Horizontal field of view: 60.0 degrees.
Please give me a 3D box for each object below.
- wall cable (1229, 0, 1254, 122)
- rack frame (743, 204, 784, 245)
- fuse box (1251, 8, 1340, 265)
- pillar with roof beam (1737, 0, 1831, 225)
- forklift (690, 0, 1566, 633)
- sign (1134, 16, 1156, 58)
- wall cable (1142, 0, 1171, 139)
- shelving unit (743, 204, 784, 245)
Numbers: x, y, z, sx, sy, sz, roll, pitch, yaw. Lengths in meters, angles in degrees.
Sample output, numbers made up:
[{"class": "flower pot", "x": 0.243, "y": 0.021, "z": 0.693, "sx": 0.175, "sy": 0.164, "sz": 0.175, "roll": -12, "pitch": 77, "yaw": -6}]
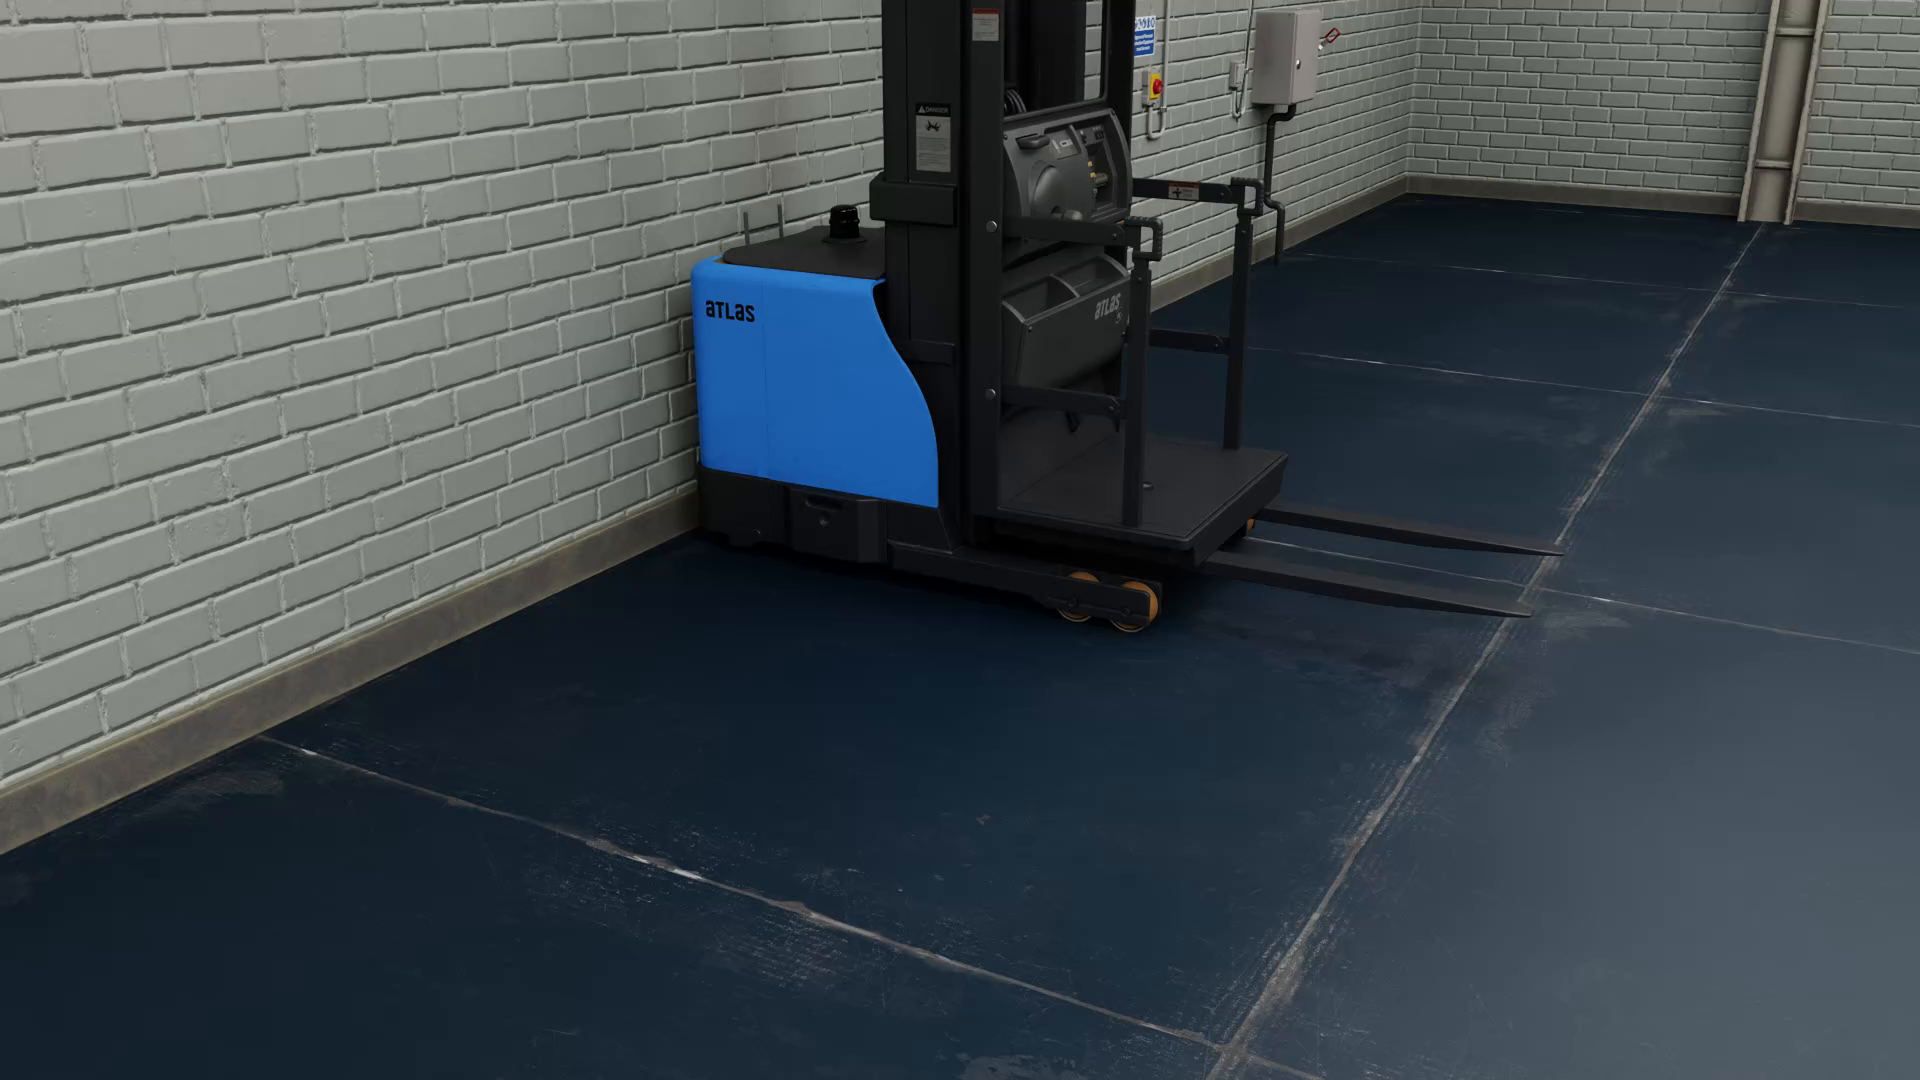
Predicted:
[{"class": "wall cable", "x": 1.807, "y": -3.655, "z": 10.554, "sx": 0.122, "sy": 1.984, "sz": 0.588, "roll": 11, "pitch": 23, "yaw": 27}, {"class": "rack frame", "x": -0.730, "y": -0.692, "z": 6.504, "sx": 0.006, "sy": 1.200, "sz": 0.240, "roll": 9, "pitch": 22, "yaw": 28}, {"class": "fuse box", "x": 2.278, "y": -2.749, "z": 11.434, "sx": 0.414, "sy": 1.711, "sz": 0.539, "roll": 11, "pitch": 23, "yaw": 27}, {"class": "pillar with roof beam", "x": 4.464, "y": -5.557, "z": 8.487, "sx": 0.400, "sy": 9.000, "sz": 9.100, "roll": 11, "pitch": 23, "yaw": 27}, {"class": "forklift", "x": 0.558, "y": -1.278, "z": 5.589, "sx": 3.031, "sy": 2.935, "sz": 1.130, "roll": 10, "pitch": 22, "yaw": 26}, {"class": "sign", "x": 1.049, "y": -2.877, "z": 9.500, "sx": 0.001, "sy": 0.218, "sz": 0.327, "roll": 11, "pitch": 23, "yaw": 27}, {"class": "wall cable", "x": 1.126, "y": -3.246, "z": 9.379, "sx": 0.123, "sy": 1.953, "sz": 0.585, "roll": 11, "pitch": 23, "yaw": 27}, {"class": "shelving unit", "x": -0.810, "y": -0.705, "z": 6.547, "sx": 0.189, "sy": 1.200, "sz": 0.258, "roll": 9, "pitch": 22, "yaw": 28}]
